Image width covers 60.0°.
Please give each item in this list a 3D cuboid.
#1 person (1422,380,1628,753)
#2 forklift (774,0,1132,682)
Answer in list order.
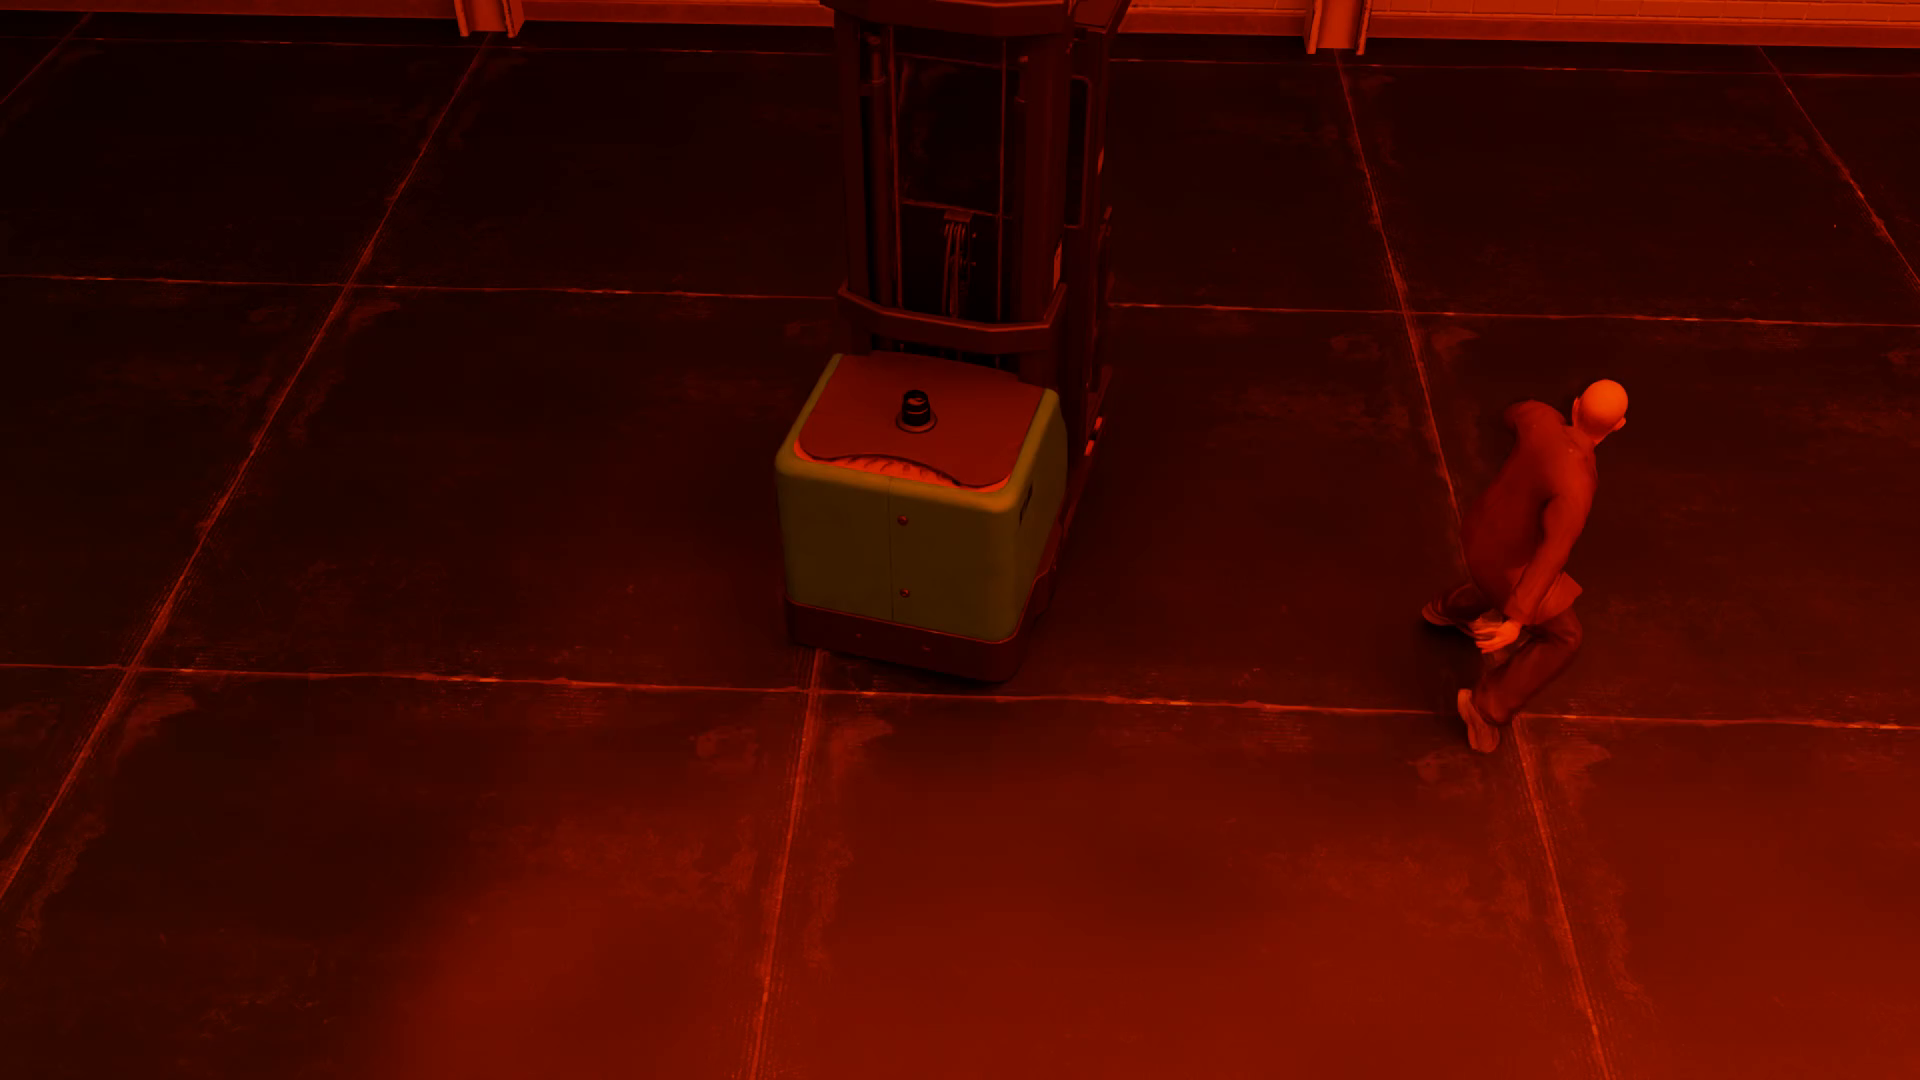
[{"bbox_3d":[2.288,0.090,6.701,0.571,1.701,1.078,4,43,4],"label":"person"},{"bbox_3d":[0.120,-1.480,7.363,1.130,2.935,3.031,11,43,11],"label":"forklift"}]
